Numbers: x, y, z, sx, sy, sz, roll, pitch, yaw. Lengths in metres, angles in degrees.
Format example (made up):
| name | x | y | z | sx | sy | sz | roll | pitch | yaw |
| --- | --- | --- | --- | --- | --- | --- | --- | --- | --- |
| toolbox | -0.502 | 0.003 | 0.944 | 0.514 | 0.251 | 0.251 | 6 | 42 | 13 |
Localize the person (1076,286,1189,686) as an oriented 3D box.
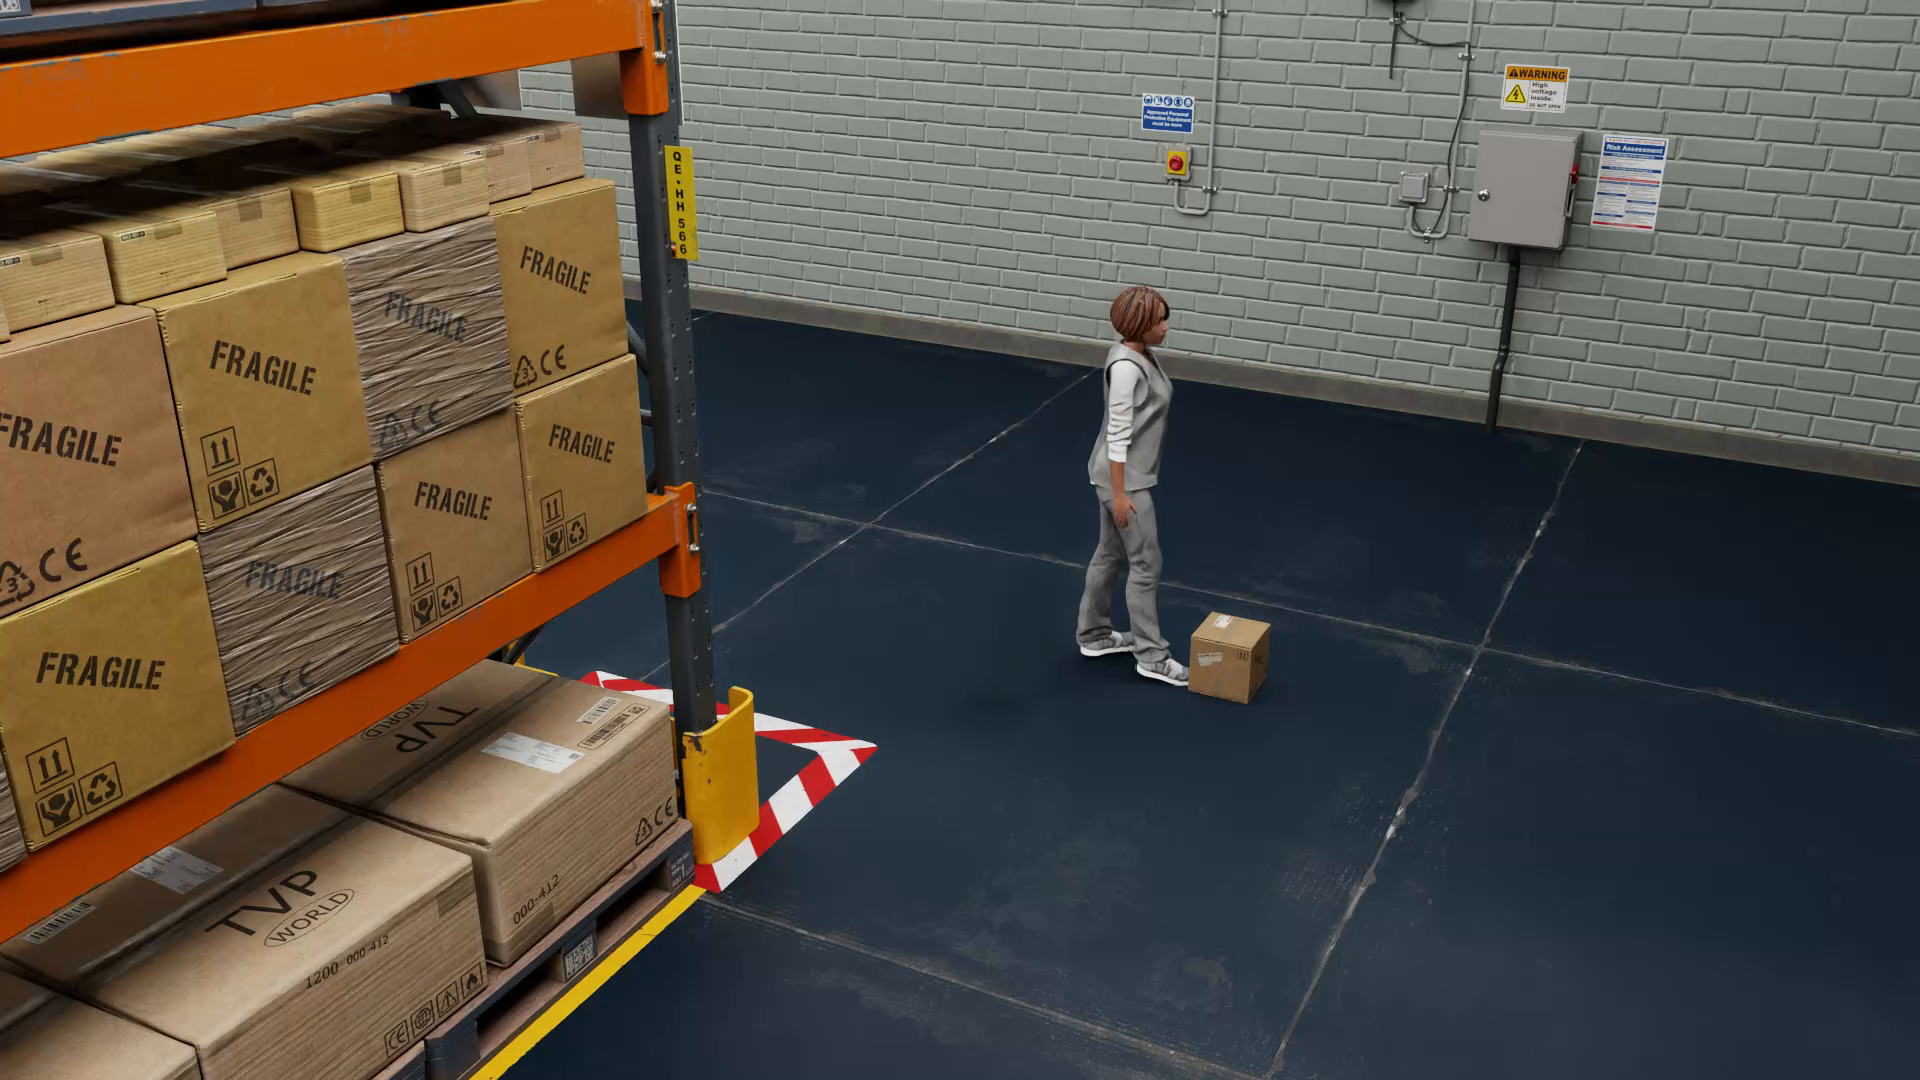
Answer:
| name | x | y | z | sx | sy | sz | roll | pitch | yaw |
| --- | --- | --- | --- | --- | --- | --- | --- | --- | --- |
| person | 0.742 | -0.233 | 6.638 | 0.522 | 1.600 | 0.457 | 2 | 23 | 5 |
